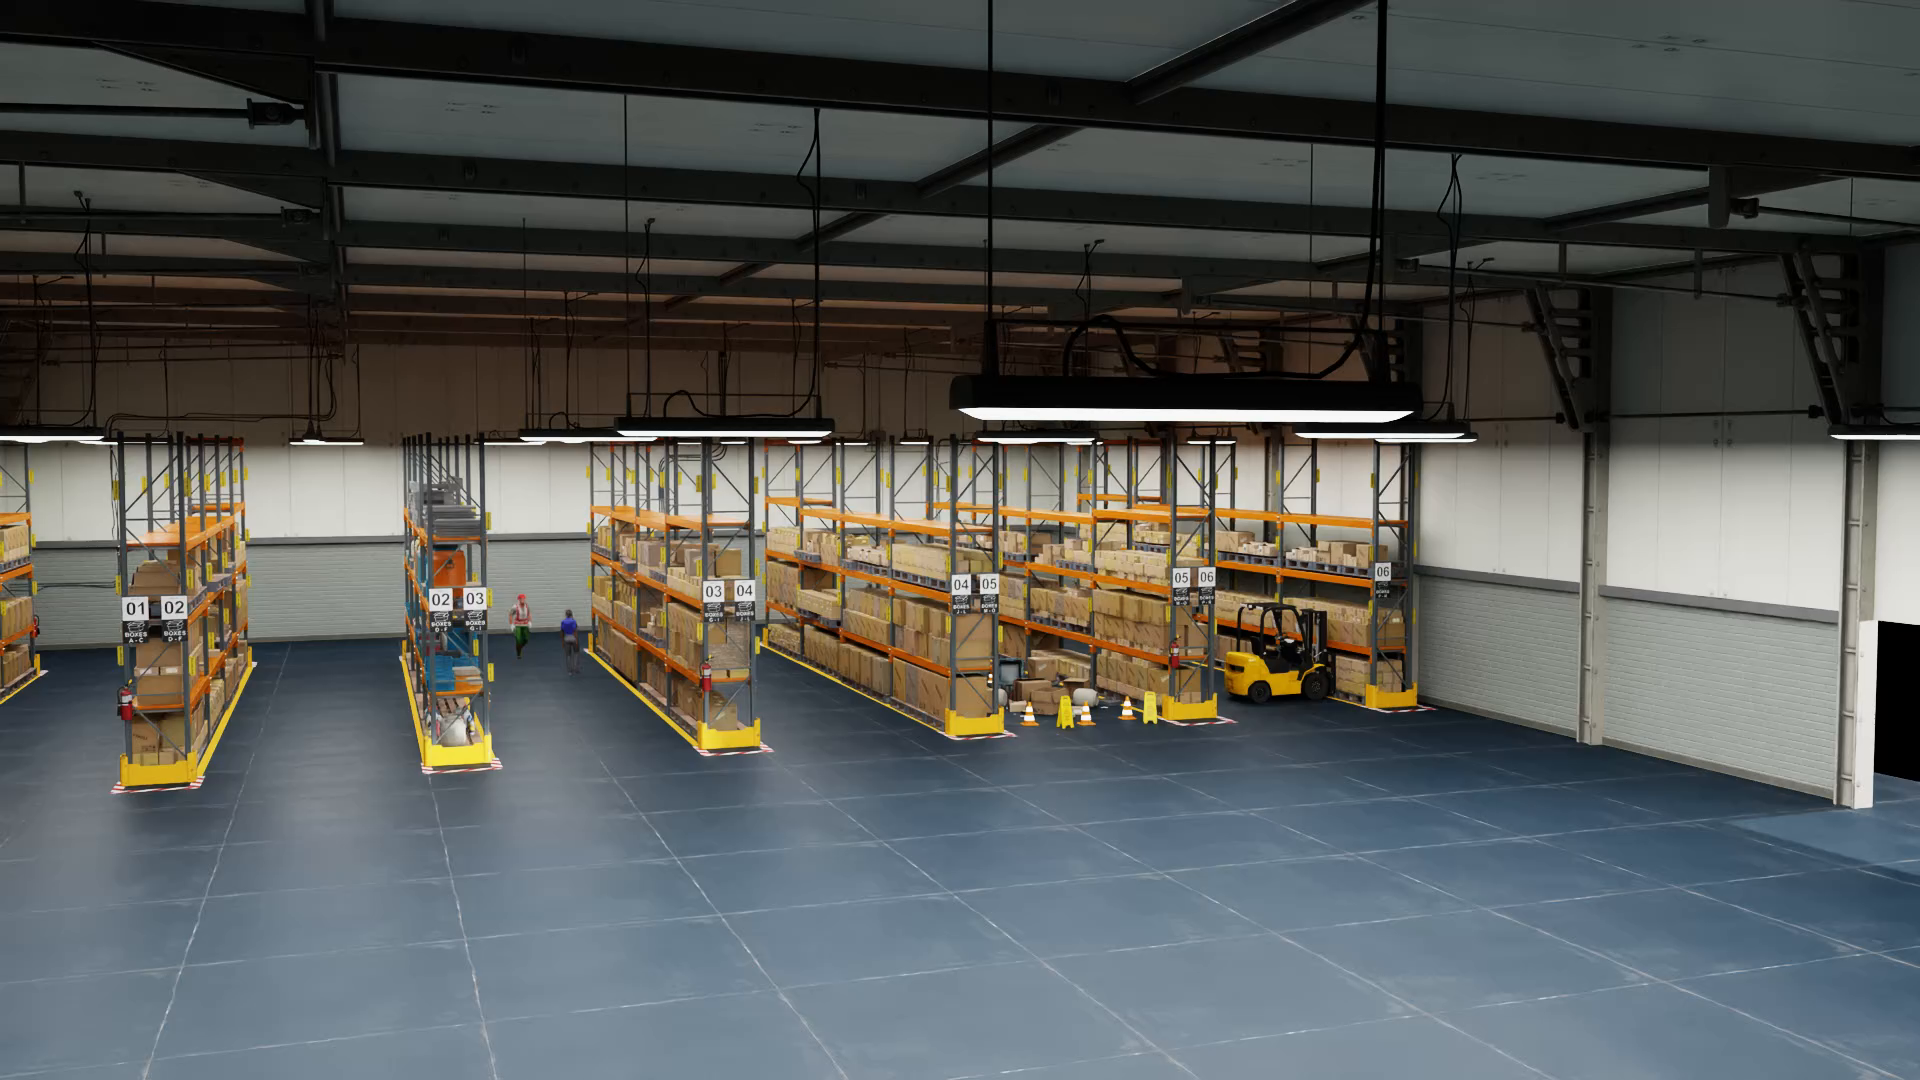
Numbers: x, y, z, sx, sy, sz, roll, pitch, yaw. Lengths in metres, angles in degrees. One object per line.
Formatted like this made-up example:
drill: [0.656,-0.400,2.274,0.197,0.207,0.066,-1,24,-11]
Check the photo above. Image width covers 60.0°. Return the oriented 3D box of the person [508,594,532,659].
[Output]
person: [-12.030,2.337,45.371,0.633,1.761,0.639,-2,4,-34]

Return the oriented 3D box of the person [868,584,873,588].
person: [-2.769,2.131,50.706,1.058,1.554,0.460,-2,4,-34]

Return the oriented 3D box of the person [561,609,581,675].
person: [-9.819,2.565,41.931,0.480,1.639,0.500,-1,3,-9]
